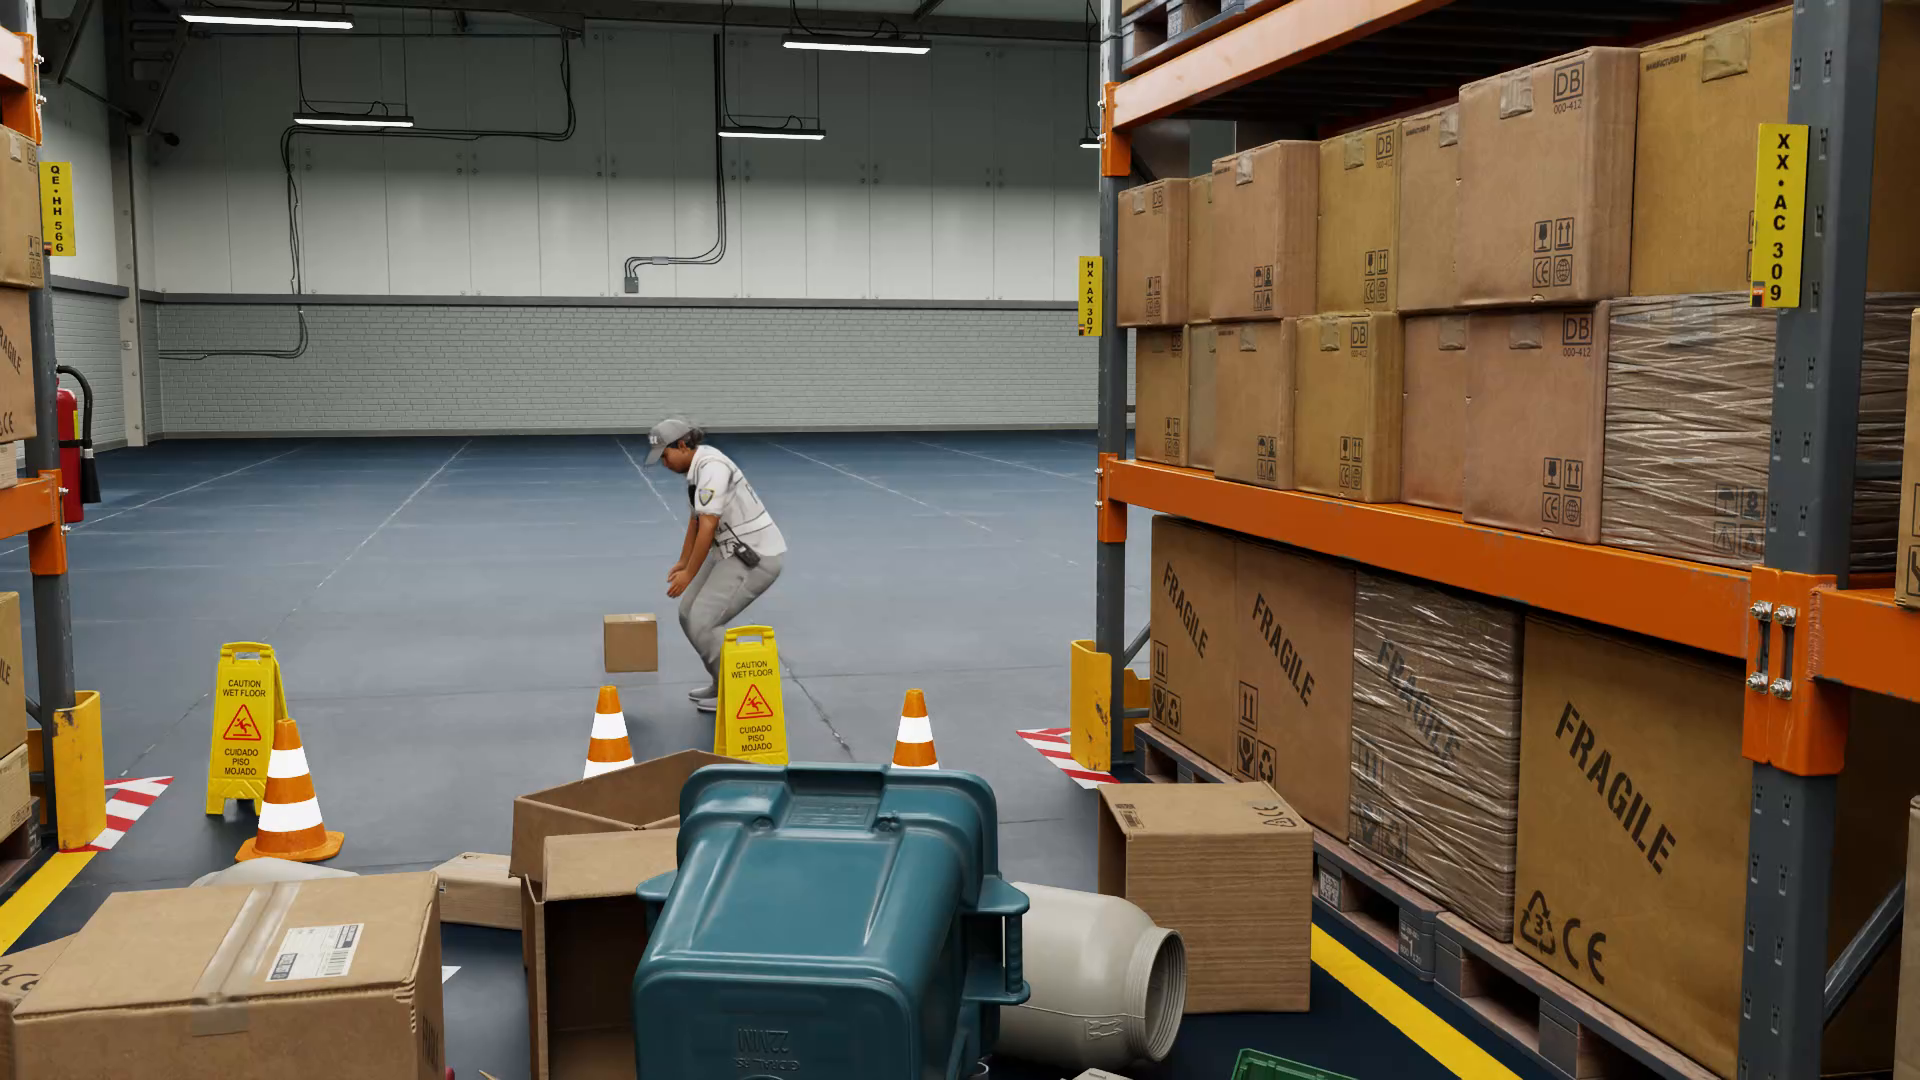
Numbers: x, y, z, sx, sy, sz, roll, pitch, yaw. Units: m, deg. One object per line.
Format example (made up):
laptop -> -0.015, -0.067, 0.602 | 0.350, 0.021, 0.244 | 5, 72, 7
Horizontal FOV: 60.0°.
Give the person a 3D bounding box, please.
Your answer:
person -> -1.201, 0.119, 8.216 | 0.691, 1.432, 0.532 | -1, 6, -13
